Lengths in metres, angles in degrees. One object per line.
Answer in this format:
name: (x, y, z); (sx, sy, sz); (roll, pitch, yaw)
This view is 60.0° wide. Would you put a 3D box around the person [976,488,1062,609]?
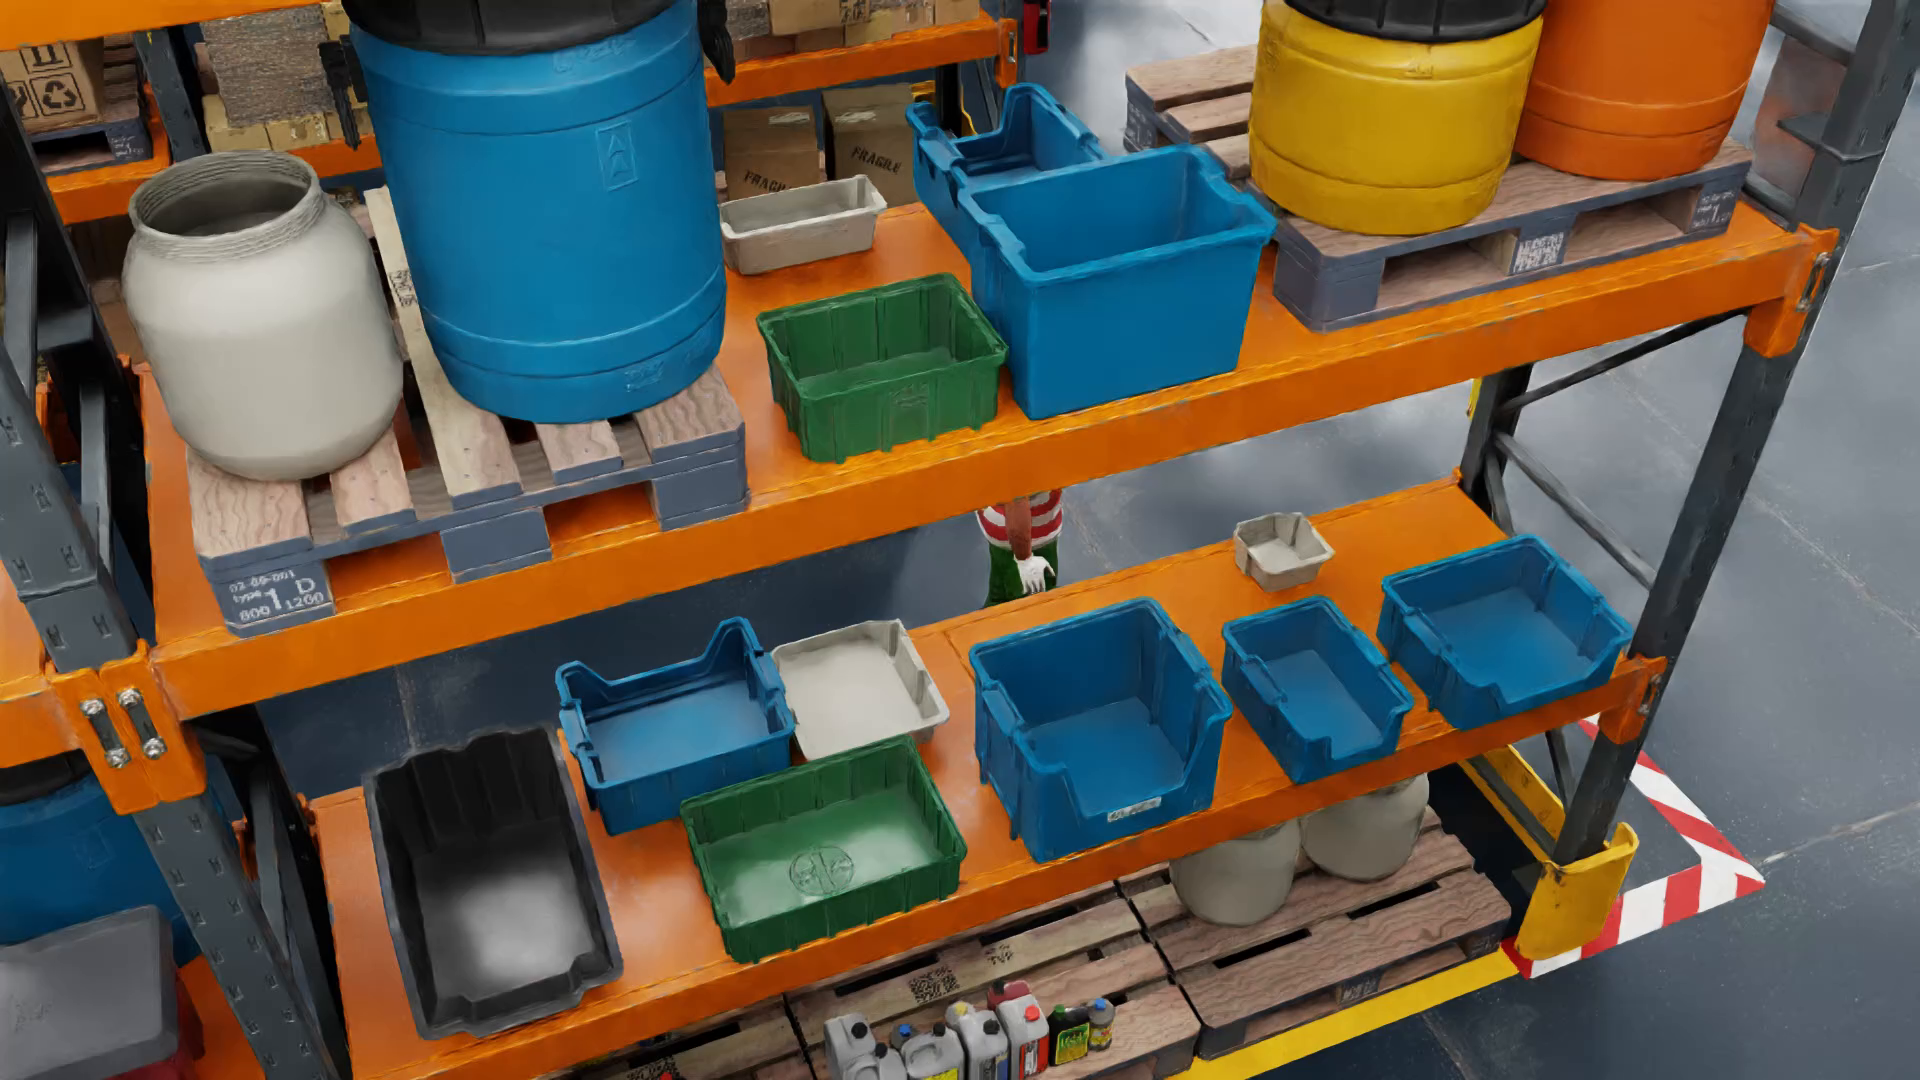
person: (0.259, -0.074, 6.213); (0.407, 1.794, 0.580); (-6, 42, -7)
